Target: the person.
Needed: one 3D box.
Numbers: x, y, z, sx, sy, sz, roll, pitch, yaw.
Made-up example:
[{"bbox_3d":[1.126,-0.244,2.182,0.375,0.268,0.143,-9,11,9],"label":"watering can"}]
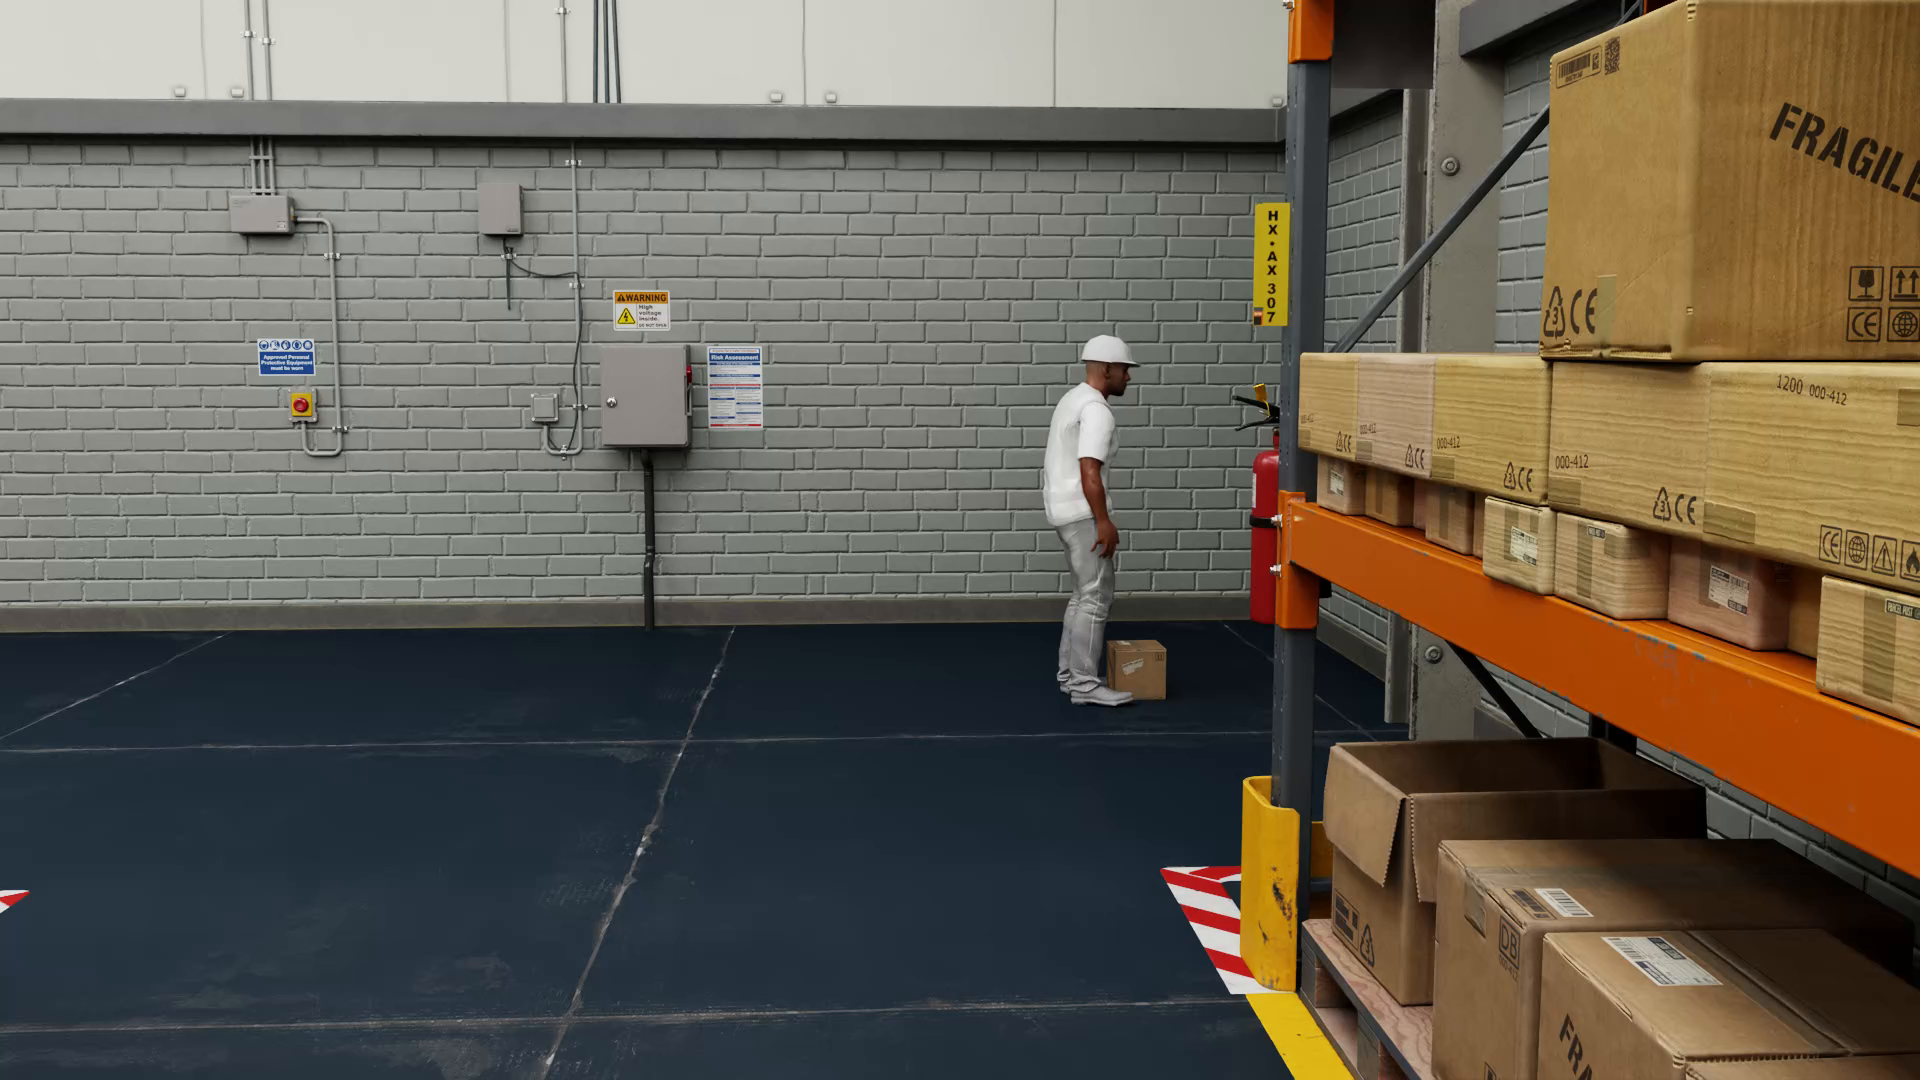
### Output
[{"bbox_3d":[0.644,-0.107,8.066,0.463,1.760,0.634,-1,7,-5],"label":"person"}]
